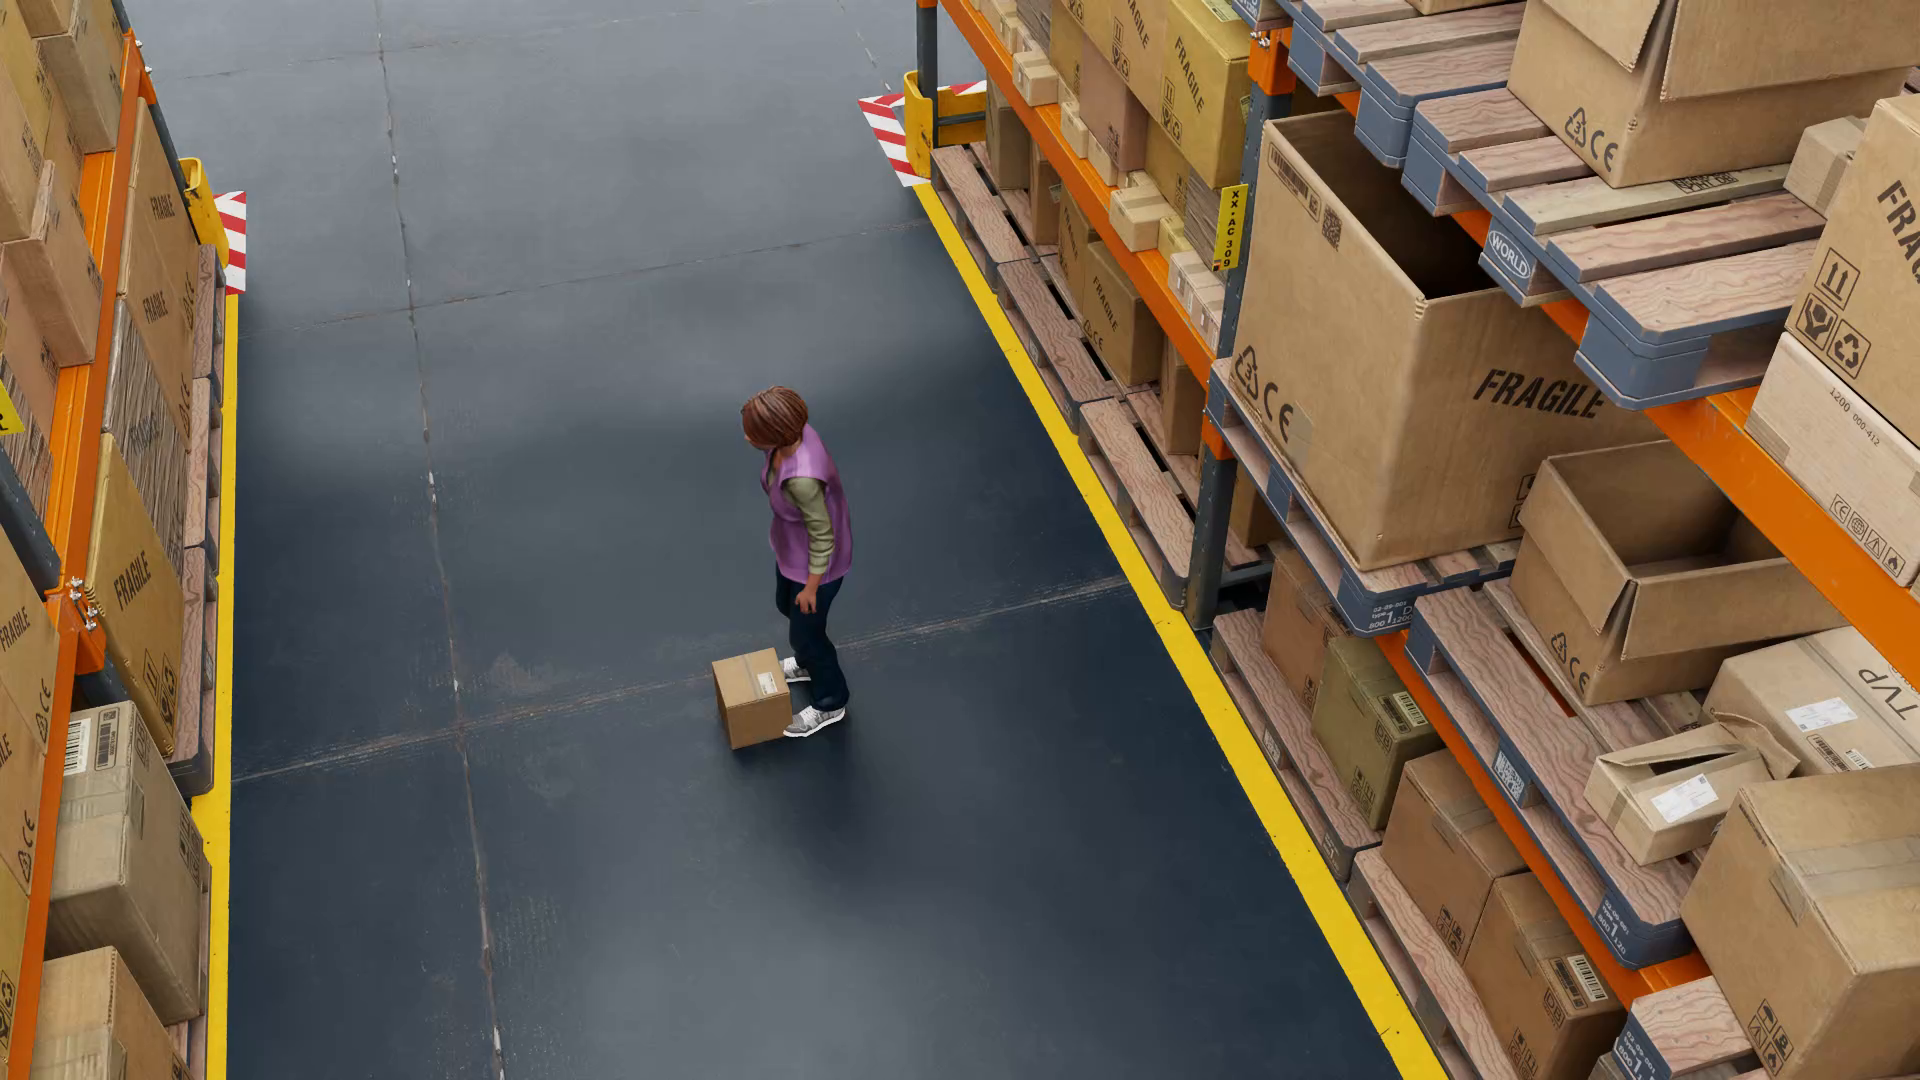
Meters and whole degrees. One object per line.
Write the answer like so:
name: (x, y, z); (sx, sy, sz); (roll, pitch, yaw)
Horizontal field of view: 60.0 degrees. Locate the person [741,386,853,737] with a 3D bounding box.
person: (-0.576, 0.070, 6.102); (0.344, 1.581, 0.462); (-13, 45, -14)
